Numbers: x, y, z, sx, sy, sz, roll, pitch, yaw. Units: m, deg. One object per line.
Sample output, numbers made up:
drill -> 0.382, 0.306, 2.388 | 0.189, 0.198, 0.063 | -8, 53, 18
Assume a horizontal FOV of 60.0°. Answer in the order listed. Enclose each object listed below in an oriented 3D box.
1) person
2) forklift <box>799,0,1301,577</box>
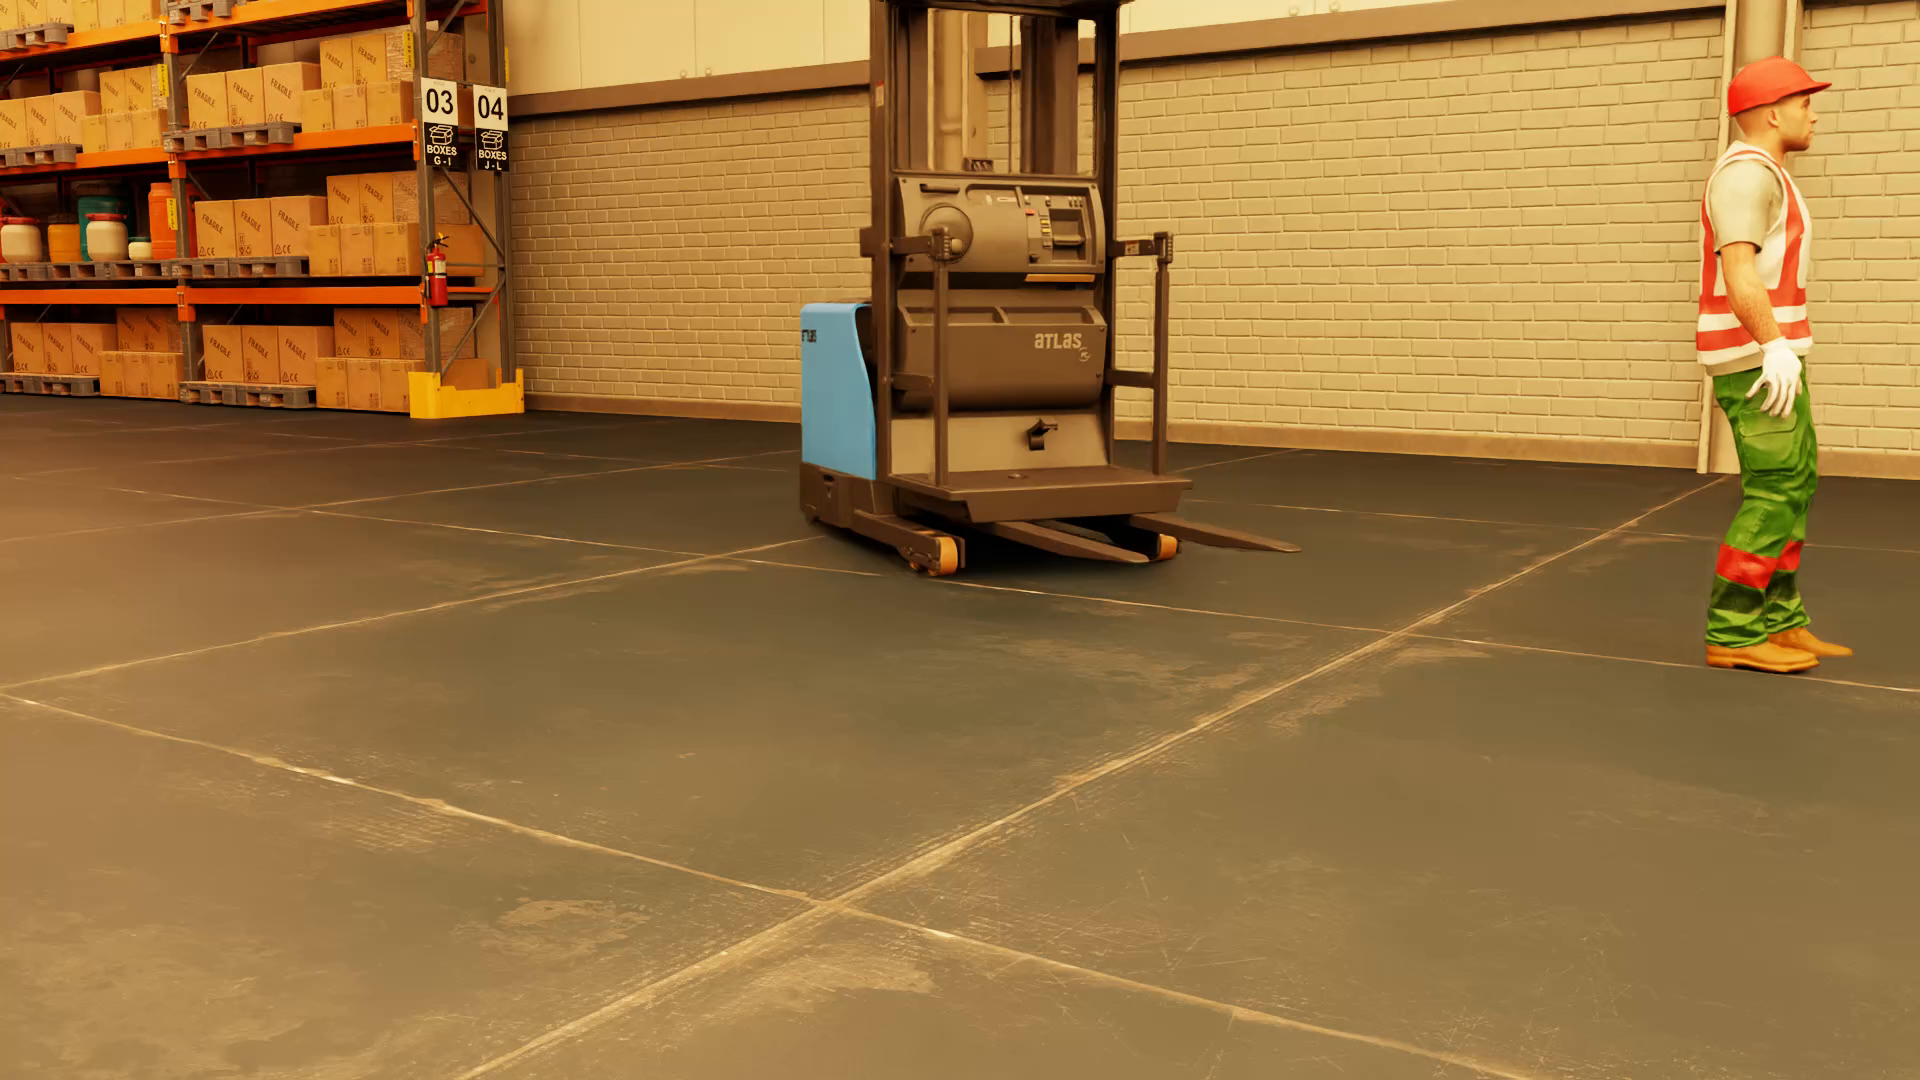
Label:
person -> 2.436, -0.504, 4.919 | 0.501, 1.811, 0.631 | 4, 9, 25
forklift -> 0.271, -1.371, 6.837 | 1.130, 2.935, 3.031 | -4, 9, -24
